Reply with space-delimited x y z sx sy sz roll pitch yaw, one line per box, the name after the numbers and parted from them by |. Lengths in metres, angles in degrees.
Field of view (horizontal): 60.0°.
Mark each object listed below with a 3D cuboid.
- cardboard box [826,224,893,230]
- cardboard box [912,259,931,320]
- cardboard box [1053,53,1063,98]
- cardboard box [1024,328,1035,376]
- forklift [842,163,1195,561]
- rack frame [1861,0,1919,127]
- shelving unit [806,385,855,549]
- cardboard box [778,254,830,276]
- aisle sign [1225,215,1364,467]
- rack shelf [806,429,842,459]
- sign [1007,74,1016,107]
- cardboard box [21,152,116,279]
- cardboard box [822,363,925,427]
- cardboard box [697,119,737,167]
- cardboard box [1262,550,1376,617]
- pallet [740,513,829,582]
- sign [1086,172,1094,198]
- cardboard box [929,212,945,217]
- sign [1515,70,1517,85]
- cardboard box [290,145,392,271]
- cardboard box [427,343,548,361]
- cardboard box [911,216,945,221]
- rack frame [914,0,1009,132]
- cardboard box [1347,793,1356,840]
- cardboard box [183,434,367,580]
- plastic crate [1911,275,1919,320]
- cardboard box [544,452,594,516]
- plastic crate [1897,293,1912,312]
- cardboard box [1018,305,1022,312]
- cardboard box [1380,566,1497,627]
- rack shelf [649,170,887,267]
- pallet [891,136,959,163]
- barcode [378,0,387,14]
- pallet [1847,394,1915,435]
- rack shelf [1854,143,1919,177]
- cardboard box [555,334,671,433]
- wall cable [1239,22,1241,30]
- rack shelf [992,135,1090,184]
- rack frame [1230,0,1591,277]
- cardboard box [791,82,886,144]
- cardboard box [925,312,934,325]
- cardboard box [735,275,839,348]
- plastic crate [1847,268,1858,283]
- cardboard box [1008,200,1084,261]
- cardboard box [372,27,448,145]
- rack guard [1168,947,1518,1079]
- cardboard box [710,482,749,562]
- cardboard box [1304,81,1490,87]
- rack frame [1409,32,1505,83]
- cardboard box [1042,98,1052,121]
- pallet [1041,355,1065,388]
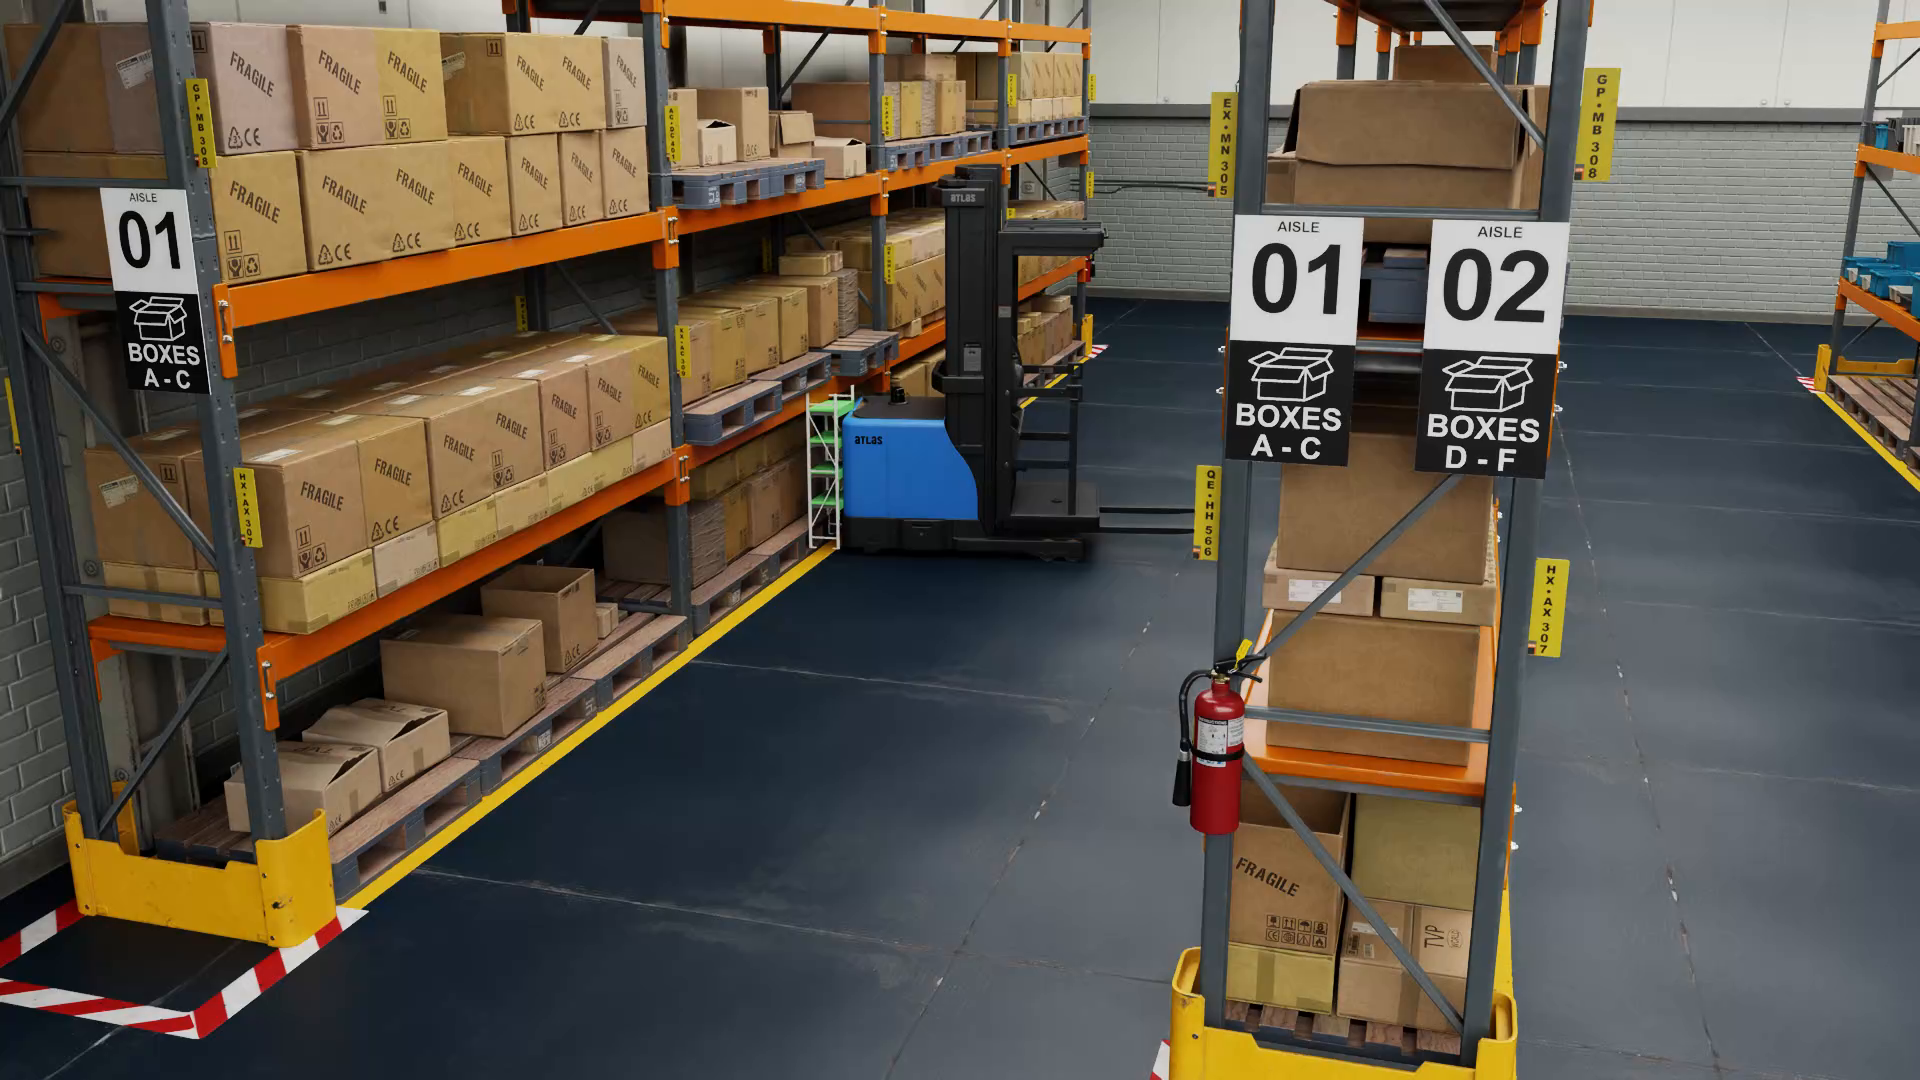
-0.941 -2.818 15.628 0.500 0.250 0.500 4 16 14 | cardboard box
-0.580 -2.293 15.151 0.500 0.500 0.500 5 17 18 | cardboard box
0.913 -5.443 19.475 0.500 0.500 0.500 4 16 13 | cardboard box
0.472 -2.213 19.447 0.700 0.500 0.500 4 16 15 | cardboard box
0.625 -1.397 12.885 3.031 2.935 1.130 1 16 4 | forklift
10.651 -6.059 18.201 1.000 3.000 0.127 5 16 16 | rack frame
-0.996 -0.575 12.917 0.258 1.200 0.503 3 13 11 | shelving unit
-1.268 -2.242 13.560 0.380 0.149 0.250 2 16 7 | cardboard box
1.056 -0.629 5.284 0.394 0.787 0.004 5 16 16 | aisle sign
-0.996 -0.746 12.877 0.258 0.148 0.480 3 13 11 | rack shelf
0.539 -4.699 17.377 0.100 0.325 0.005 5 16 16 | sign
-3.519 -1.385 6.999 0.500 0.500 0.500 6 17 20 | cardboard box
-0.786 -1.199 15.228 0.750 0.750 0.750 4 16 15 | cardboard box
-1.851 -2.702 11.256 0.500 0.311 0.500 5 17 18 | cardboard box
1.282 0.153 5.922 0.380 0.149 0.250 4 16 15 | cardboard box
-1.693 0.016 12.888 1.003 0.211 1.213 5 16 16 | pallet
1.669 -4.567 21.377 0.100 0.325 0.005 5 16 16 | sign
-0.026 -3.182 16.910 0.500 0.250 0.500 5 17 17 | cardboard box
5.299 -4.351 16.006 0.100 0.325 0.005 5 16 16 | sign
-2.873 -1.462 7.270 0.500 0.500 0.500 6 17 20 | cardboard box
-2.742 -0.858 9.723 0.500 0.500 0.500 5 16 16 | cardboard box
-0.171 -3.048 16.439 0.500 0.250 0.500 5 17 17 | cardboard box
0.016 -5.781 17.220 1.000 3.000 0.127 5 16 16 | rack frame
1.493 0.962 7.337 0.500 0.500 0.500 5 16 16 | cardboard box
-2.971 -0.155 7.244 0.500 0.500 0.500 5 16 16 | cardboard box
9.320 -2.296 15.848 0.392 0.384 0.575 5 16 16 | plastic crate
-2.379 -0.330 9.232 0.500 0.250 0.500 5 16 16 | cardboard box
9.575 -2.337 16.466 0.437 0.125 0.590 5 16 16 | plastic crate
0.535 -2.779 20.251 0.380 0.149 0.250 5 17 16 | cardboard box
1.674 0.182 5.820 0.380 0.149 0.250 5 16 15 | cardboard box
-1.689 -2.422 12.194 1.077 0.370 4.000 5 16 16 | rack shelf
-0.674 -3.666 15.607 1.003 0.211 1.213 5 17 18 | pallet
-3.065 -2.829 8.827 0.001 0.075 0.075 5 16 16 | barcode
10.031 -1.301 17.529 1.003 0.211 1.213 5 16 16 | pallet
10.083 -3.747 16.864 1.077 0.370 4.000 5 16 16 | rack shelf
-2.096 -0.953 10.055 0.500 0.500 0.500 5 16 16 | cardboard box
5.696 -9.006 25.024 3.097 2.526 0.112 5 16 16 | wall cable
0.584 -4.515 19.573 1.077 0.370 4.000 5 16 16 | rack shelf
1.356 -2.258 4.801 1.000 3.000 0.127 5 16 16 | rack frame
-1.041 -3.680 14.321 0.700 0.500 0.500 3 16 12 | cardboard box
-0.467 -2.144 15.816 0.380 0.149 0.250 5 17 17 | cardboard box
-1.378 -1.836 13.317 0.700 0.500 0.500 3 16 11 | cardboard box
10.095 -2.959 18.637 0.250 0.136 0.298 5 16 16 | plastic crate
1.017 -3.952 21.214 0.980 0.700 0.700 5 17 18 | cardboard box
-2.726 -2.082 7.622 0.500 0.500 0.500 5 17 17 | cardboard box
1.349 1.837 5.938 1.175 0.500 0.348 5 16 16 | rack guard
-1.966 -0.144 12.115 0.700 0.500 0.500 4 16 15 | cardboard box
1.904 -1.760 7.325 0.797 0.503 0.637 7 17 22 | cardboard box
4.766 -5.398 15.869 1.000 3.000 0.127 5 16 16 | rack frame
0.762 -4.943 19.086 0.500 0.250 0.500 4 16 14 | cardboard box
0.652 -2.067 20.228 1.003 0.211 1.213 5 16 16 | pallet
